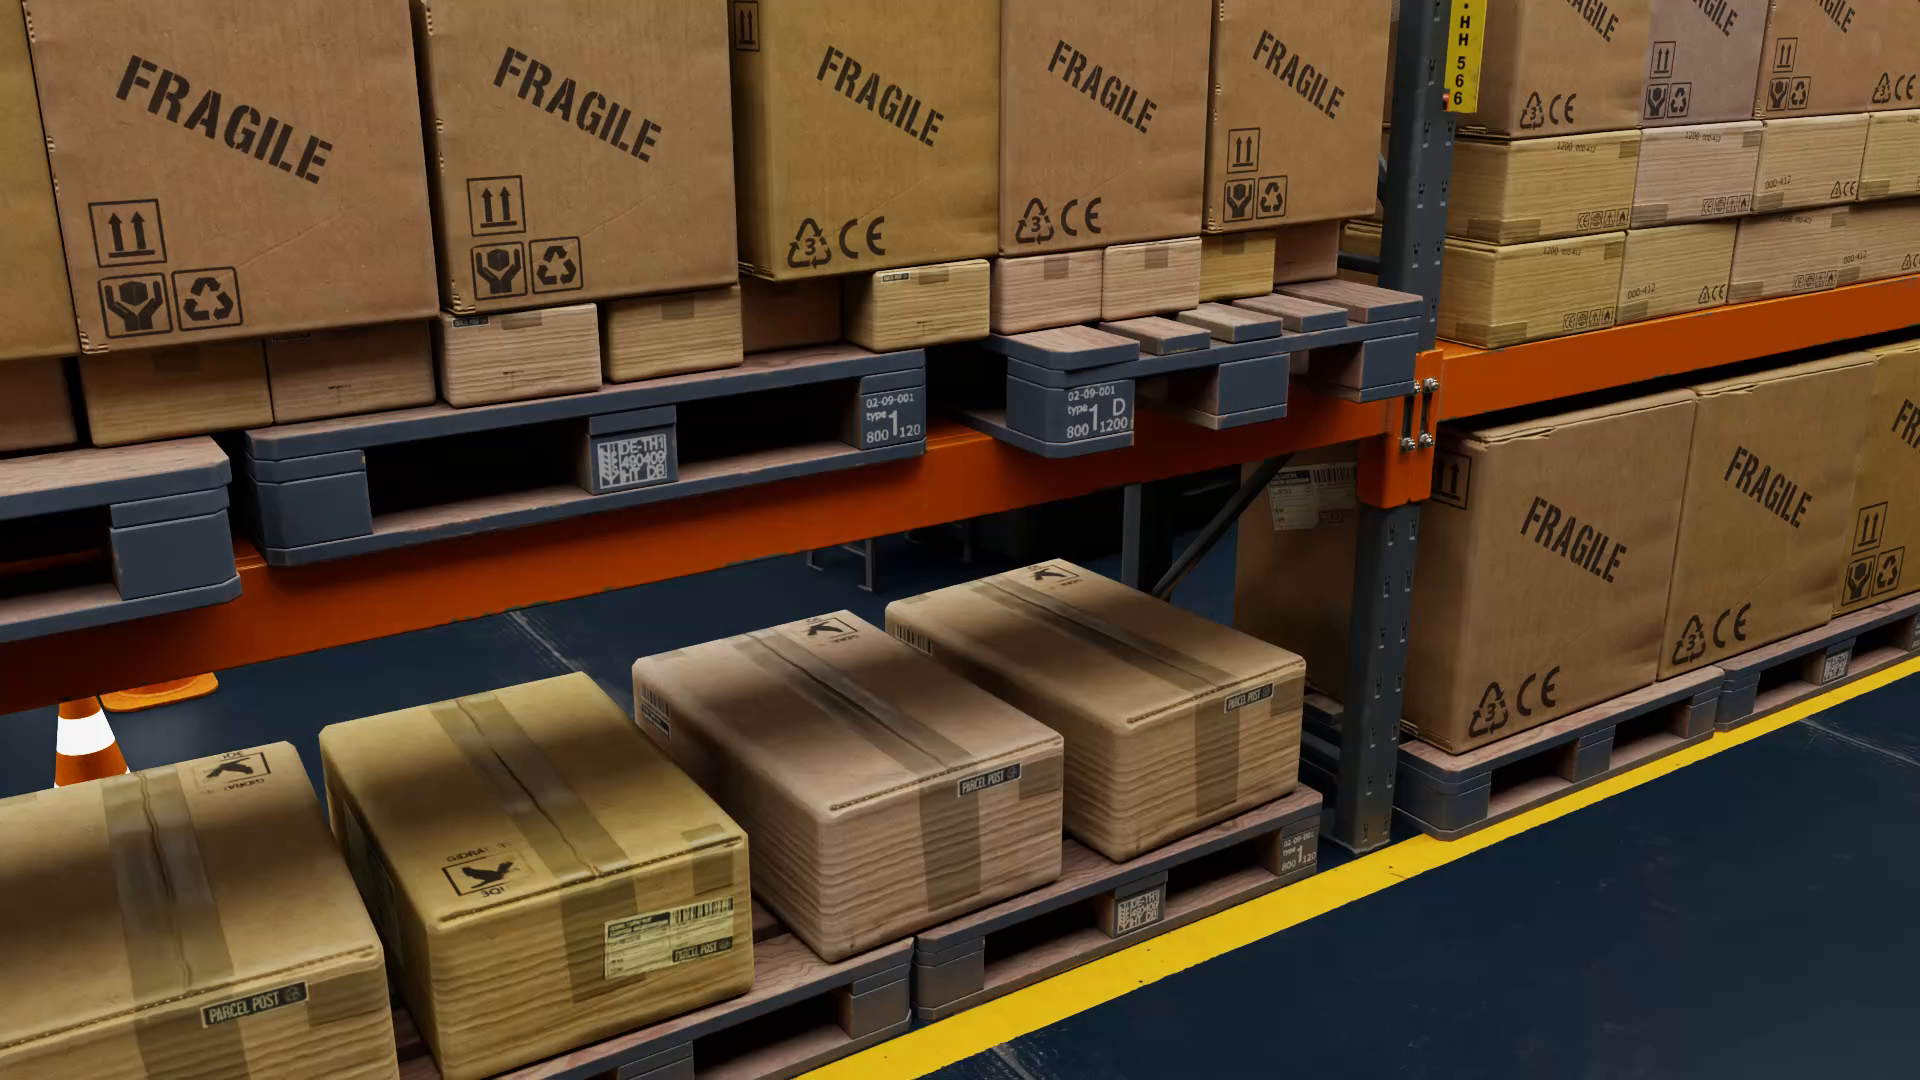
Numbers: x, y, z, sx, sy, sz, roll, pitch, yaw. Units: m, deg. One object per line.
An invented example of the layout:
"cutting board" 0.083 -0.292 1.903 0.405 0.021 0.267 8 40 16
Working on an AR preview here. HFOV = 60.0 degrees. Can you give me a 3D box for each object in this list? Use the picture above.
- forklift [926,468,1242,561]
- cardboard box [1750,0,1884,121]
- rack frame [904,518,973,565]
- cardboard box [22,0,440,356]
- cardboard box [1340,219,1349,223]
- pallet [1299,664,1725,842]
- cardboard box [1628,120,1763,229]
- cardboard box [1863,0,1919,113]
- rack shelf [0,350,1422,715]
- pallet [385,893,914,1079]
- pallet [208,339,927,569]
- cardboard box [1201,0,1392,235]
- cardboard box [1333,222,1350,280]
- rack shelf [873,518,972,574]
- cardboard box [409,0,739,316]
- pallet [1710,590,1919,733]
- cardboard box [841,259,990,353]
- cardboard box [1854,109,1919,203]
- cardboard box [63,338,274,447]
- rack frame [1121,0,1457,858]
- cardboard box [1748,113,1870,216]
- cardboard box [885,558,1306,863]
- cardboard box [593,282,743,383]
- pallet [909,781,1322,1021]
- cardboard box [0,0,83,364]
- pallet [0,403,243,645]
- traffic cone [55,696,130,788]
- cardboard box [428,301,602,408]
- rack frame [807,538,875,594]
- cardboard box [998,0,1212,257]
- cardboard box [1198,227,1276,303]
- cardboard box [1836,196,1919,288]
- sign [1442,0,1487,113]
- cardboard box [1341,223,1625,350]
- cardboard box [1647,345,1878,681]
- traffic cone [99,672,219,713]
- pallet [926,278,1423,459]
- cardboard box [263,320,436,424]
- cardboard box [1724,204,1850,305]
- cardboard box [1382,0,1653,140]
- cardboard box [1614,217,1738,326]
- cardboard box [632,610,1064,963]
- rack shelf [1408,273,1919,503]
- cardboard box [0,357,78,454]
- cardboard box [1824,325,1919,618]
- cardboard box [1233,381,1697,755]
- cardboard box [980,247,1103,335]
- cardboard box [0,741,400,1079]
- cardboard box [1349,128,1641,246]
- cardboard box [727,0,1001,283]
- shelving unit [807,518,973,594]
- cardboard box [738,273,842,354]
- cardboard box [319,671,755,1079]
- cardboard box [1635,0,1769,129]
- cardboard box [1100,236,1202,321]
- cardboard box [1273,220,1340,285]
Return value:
"forklift" 1.024 -1.681 7.141 3.031 2.935 1.130 -16 24 -39
"cardboard box" 2.199 -1.460 4.664 0.500 0.500 0.500 -11 22 -30
"rack frame" -0.089 -0.948 6.271 0.015 2.100 0.400 -16 24 -39
"cardboard box" -1.150 -0.601 2.564 0.500 0.500 0.500 -12 22 -32
"cardboard box" 1.068 -1.060 4.650 0.500 0.250 0.500 -12 22 -32
"pallet" 1.503 0.461 5.051 1.213 0.211 1.003 -12 22 -31
"cardboard box" 1.795 -1.021 4.534 0.500 0.250 0.500 -11 22 -30
"cardboard box" 2.623 -1.548 4.924 0.500 0.500 0.500 -12 22 -31
"rack shelf" -0.867 -0.048 3.326 4.000 0.370 1.077 -12 22 -31
"pallet" -0.868 0.931 3.662 1.213 0.211 1.003 -12 22 -31
"pallet" -0.827 -0.291 3.220 1.213 0.211 1.003 -12 22 -31
"cardboard box" 0.577 -0.974 3.665 0.500 0.500 0.500 -13 22 -33
"cardboard box" 1.083 -0.829 4.746 0.500 0.250 0.500 -13 23 -33
"rack shelf" -0.271 -0.220 6.345 0.480 0.518 0.431 -16 24 -39
"cardboard box" -0.726 -0.695 2.840 0.500 0.500 0.500 -13 23 -34
"pallet" 2.521 0.248 5.683 1.213 0.211 1.003 -12 22 -31
"cardboard box" -0.148 -0.483 3.226 0.250 0.149 0.380 -11 22 -30
"cardboard box" 2.649 -1.191 5.038 0.500 0.250 0.500 -11 22 -30
"cardboard box" -1.256 -0.275 2.612 0.250 0.149 0.380 -12 22 -31
"rack frame" 0.803 -0.741 4.253 0.127 3.000 1.000 -12 22 -31
"cardboard box" 2.218 -1.105 4.784 0.500 0.250 0.500 -12 22 -32
"cardboard box" 0.326 0.402 4.320 0.625 0.372 0.950 -14 23 -35
"cardboard box" -0.591 -0.406 2.999 0.250 0.149 0.380 -13 22 -33
"pallet" 0.150 0.717 4.294 1.213 0.211 1.003 -12 22 -31
"cardboard box" -1.570 -0.518 2.317 0.500 0.500 0.500 -12 22 -31
"pallet" -1.819 -0.041 2.483 1.213 0.211 1.003 -12 22 -31
"traffic cone" -2.272 0.572 4.329 0.334 0.463 0.336 -12 22 -31
"cardboard box" -0.798 -0.351 2.837 0.250 0.149 0.380 -11 22 -29
"rack frame" -0.453 -0.844 5.963 0.015 2.100 0.400 -16 24 -39
"cardboard box" 0.151 -0.880 3.387 0.500 0.500 0.500 -12 22 -32
"cardboard box" 0.475 -0.634 3.672 0.250 0.149 0.380 -12 22 -31
"cardboard box" 2.621 -0.963 5.143 0.500 0.250 0.500 -12 22 -31
"sign" 1.110 -1.109 3.656 0.005 0.325 0.100 -12 22 -31
"cardboard box" 1.351 -0.689 4.333 0.500 0.250 0.500 -12 22 -32
"cardboard box" 2.173 -0.189 5.282 0.875 0.875 0.875 -12 22 -31
"traffic cone" -2.579 0.254 5.271 0.334 0.463 0.336 -12 22 -31
"pallet" 0.267 -0.496 3.828 1.003 0.211 1.213 -12 22 -31
"cardboard box" -1.049 -0.318 2.740 0.250 0.149 0.380 -12 22 -31
"cardboard box" 2.211 -0.875 4.883 0.500 0.250 0.500 -11 22 -30
"cardboard box" 1.350 -1.284 4.140 0.500 0.500 0.500 -13 22 -33
"cardboard box" 1.770 -0.784 4.615 0.500 0.250 0.500 -13 22 -33
"cardboard box" -0.286 0.534 3.929 0.625 0.372 0.950 -12 22 -32
"rack shelf" 2.474 -0.753 5.410 4.000 0.370 1.077 -12 22 -31
"cardboard box" -1.494 -0.241 2.511 0.250 0.149 0.380 -10 21 -28
"cardboard box" 2.920 -0.346 5.747 0.875 0.875 0.875 -11 22 -30
"cardboard box" 1.426 -0.033 4.820 0.875 0.875 0.875 -12 22 -32
"cardboard box" 0.075 -0.535 3.381 0.250 0.149 0.380 -13 23 -34
"cardboard box" -1.502 0.789 3.175 0.625 0.372 0.950 -10 21 -28
"cardboard box" 1.362 -0.930 4.266 0.500 0.250 0.500 -12 22 -32
"cardboard box" -0.270 -0.791 3.123 0.500 0.500 0.500 -14 23 -35
"shelving unit" -0.271 -0.896 6.117 0.503 2.100 0.431 -16 24 -39
"cardboard box" -0.427 -0.472 3.195 0.250 0.149 0.380 -12 22 -31
"cardboard box" -0.922 0.666 3.539 0.625 0.372 0.950 -11 22 -30
"cardboard box" 1.759 -1.373 4.407 0.500 0.500 0.500 -12 22 -31
"cardboard box" 0.289 -0.577 3.506 0.250 0.149 0.380 -12 22 -32
"cardboard box" 0.659 -0.700 3.869 0.250 0.149 0.380 -11 22 -29
